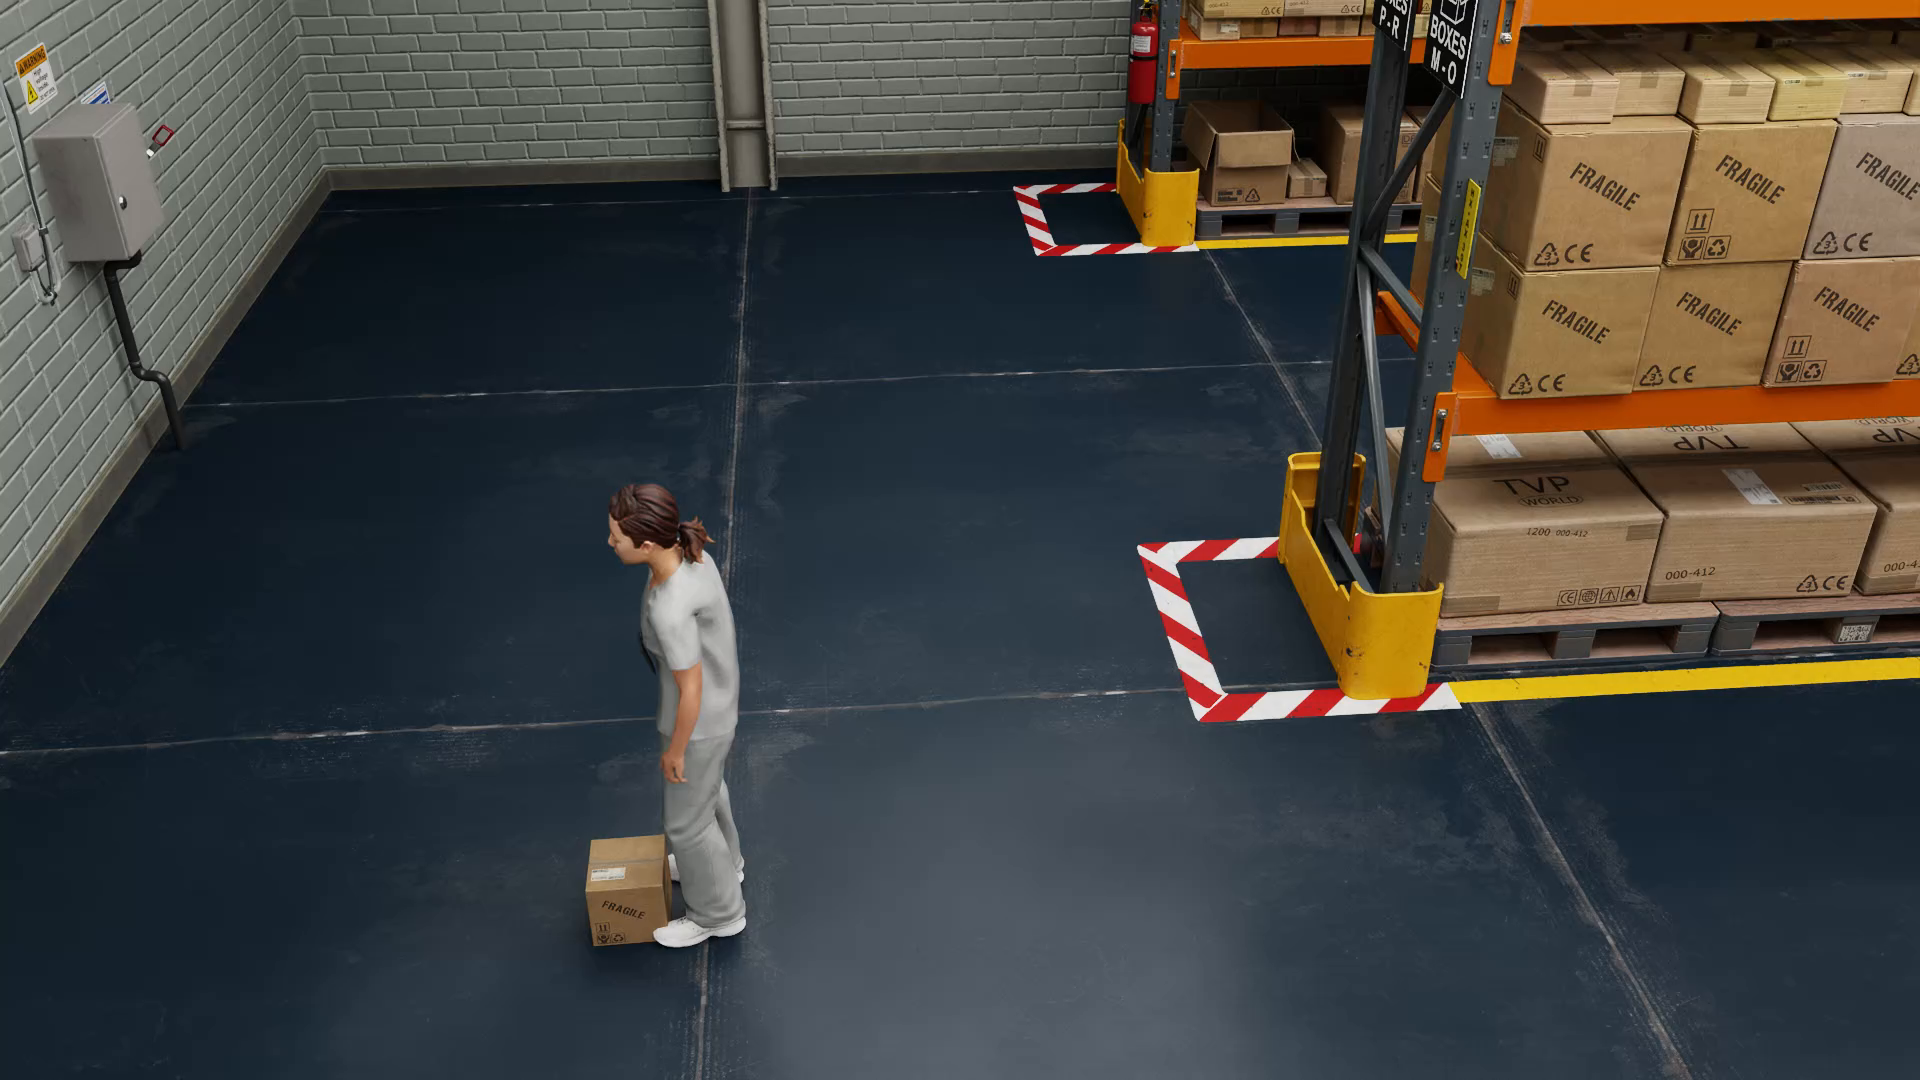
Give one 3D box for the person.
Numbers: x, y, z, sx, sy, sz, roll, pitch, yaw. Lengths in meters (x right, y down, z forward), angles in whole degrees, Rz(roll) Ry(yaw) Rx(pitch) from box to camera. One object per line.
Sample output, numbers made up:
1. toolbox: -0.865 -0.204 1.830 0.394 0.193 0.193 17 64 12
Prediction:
1. person: -0.861 0.547 5.231 0.353 1.673 0.492 -3 31 -5
